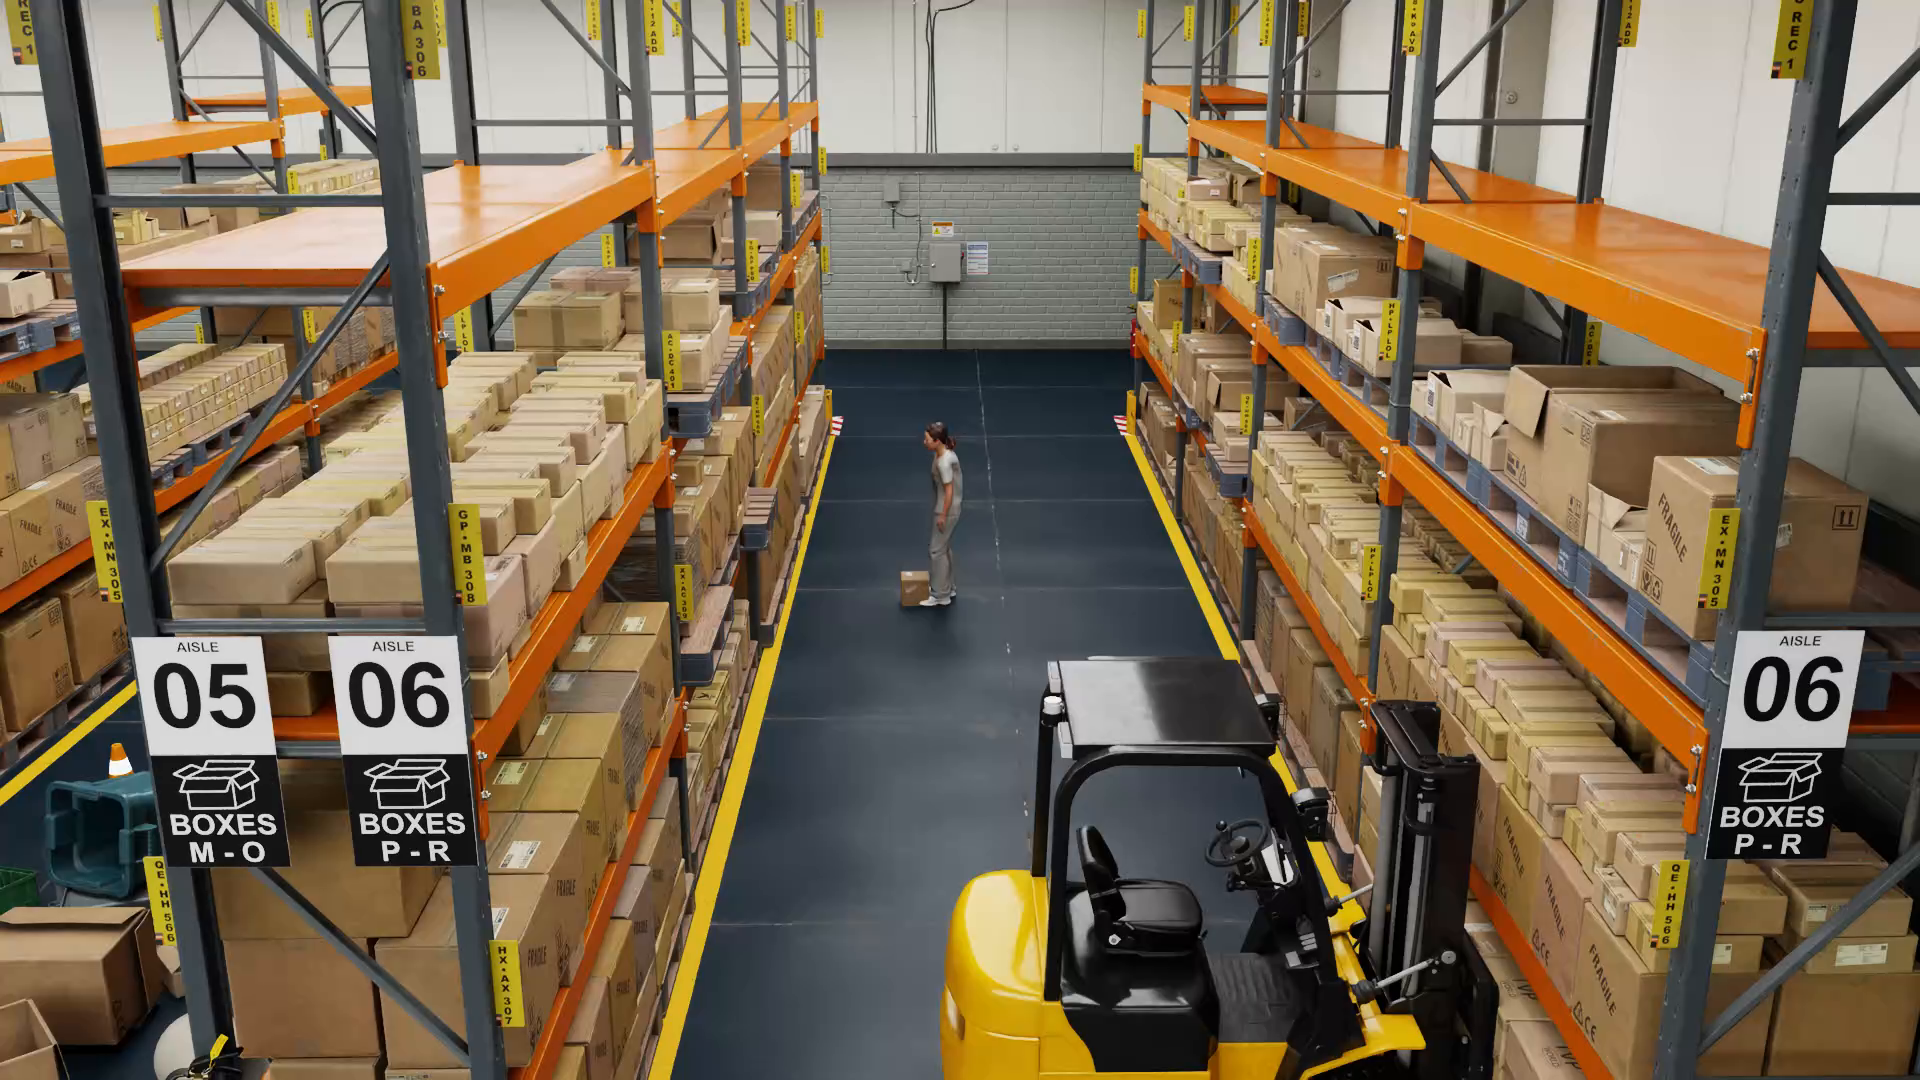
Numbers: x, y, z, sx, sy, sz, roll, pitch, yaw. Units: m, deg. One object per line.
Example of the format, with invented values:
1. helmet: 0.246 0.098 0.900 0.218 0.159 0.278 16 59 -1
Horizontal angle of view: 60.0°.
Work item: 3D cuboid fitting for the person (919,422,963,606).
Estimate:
1. person: -0.184 -0.244 14.839 0.416 1.671 0.496 -1 17 -3
